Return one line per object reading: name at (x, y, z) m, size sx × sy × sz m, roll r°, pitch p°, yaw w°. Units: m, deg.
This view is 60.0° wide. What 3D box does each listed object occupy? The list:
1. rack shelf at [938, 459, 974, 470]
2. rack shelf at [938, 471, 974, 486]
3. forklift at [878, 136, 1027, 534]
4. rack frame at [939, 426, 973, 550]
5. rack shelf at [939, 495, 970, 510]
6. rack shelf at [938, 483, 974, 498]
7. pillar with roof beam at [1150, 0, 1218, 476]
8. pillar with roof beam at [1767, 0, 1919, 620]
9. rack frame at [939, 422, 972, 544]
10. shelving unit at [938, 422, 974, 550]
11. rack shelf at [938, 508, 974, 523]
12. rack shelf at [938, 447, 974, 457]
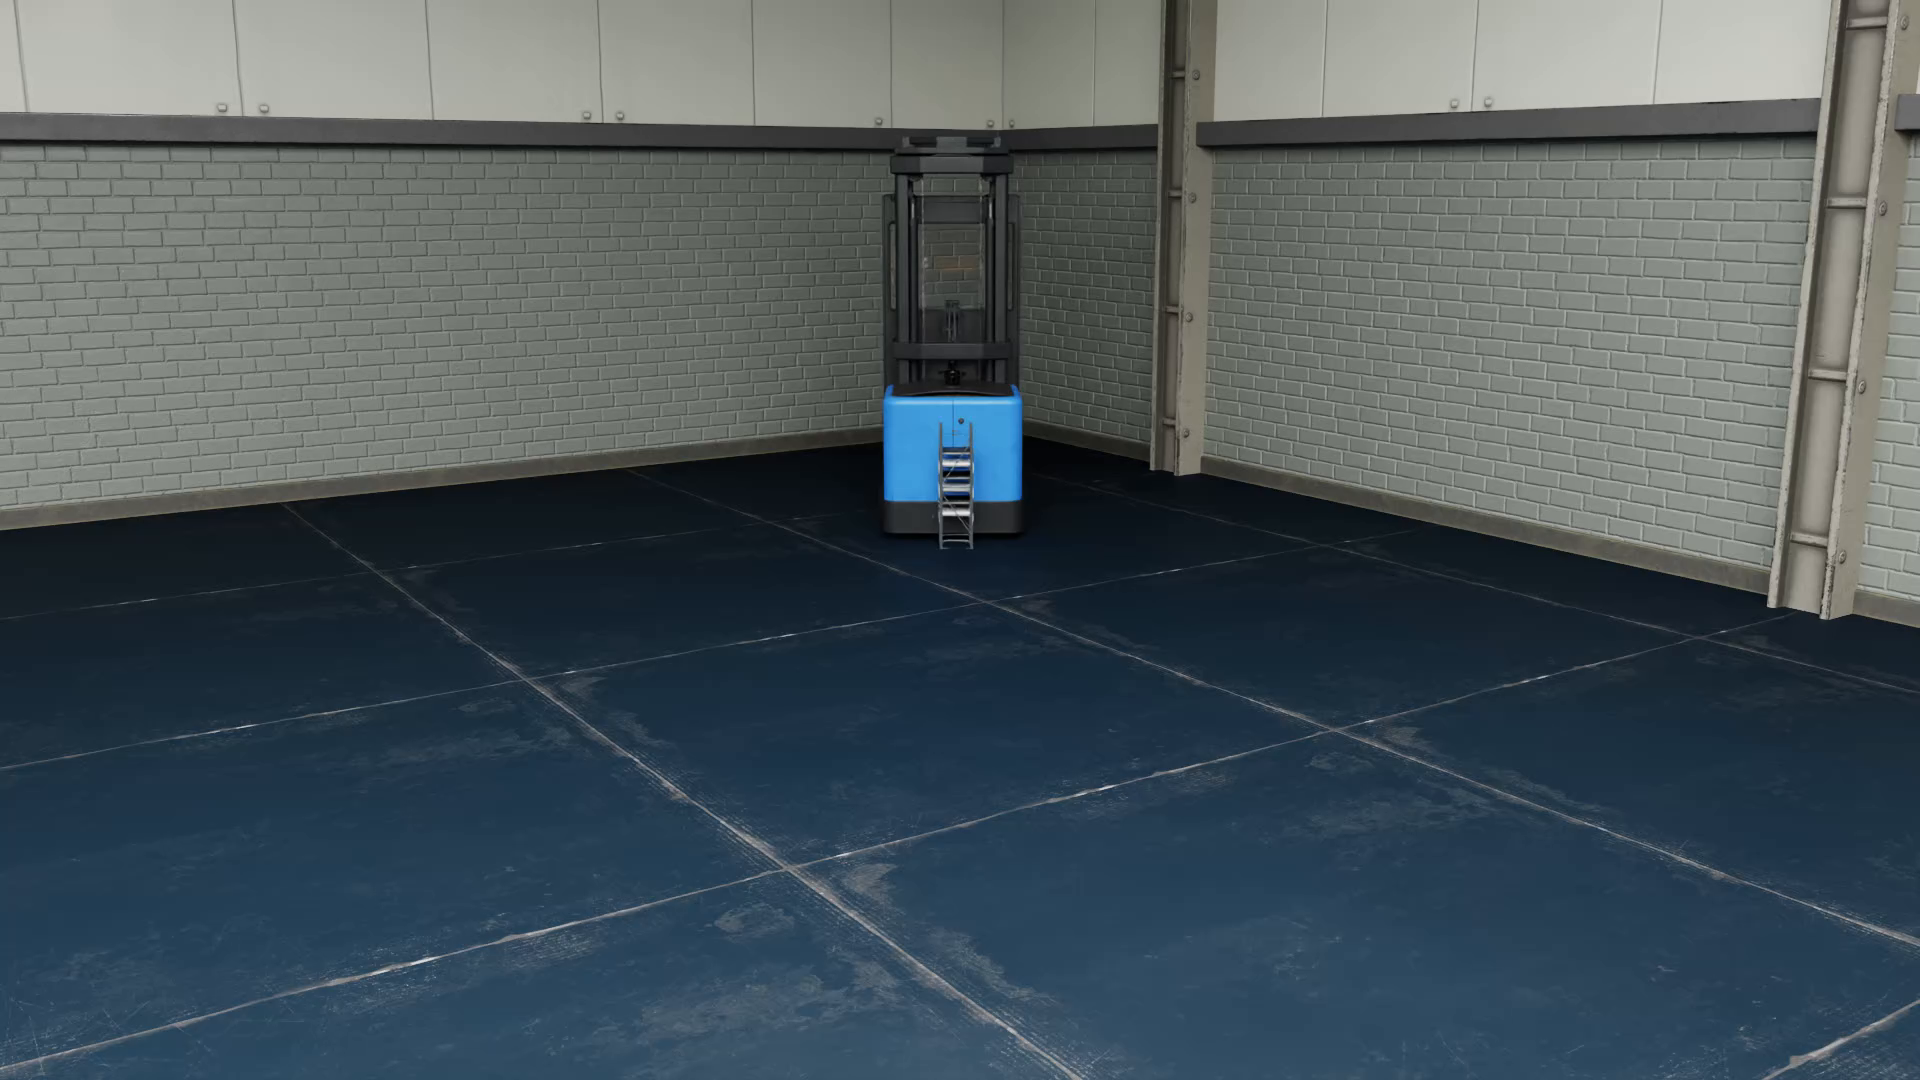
rack shelf at (-0.029, -0.536, 12.021) m, size 0.258 × 0.077 × 0.200 m, roll 0°, pitch 12°, yaw -1°
rack shelf at (-0.029, -0.448, 12.040) m, size 0.258 × 0.077 × 0.200 m, roll 0°, pitch 12°, yaw -1°
forklift at (-0.072, -1.732, 13.420) m, size 1.130 × 2.935 × 3.031 m, roll 0°, pitch 12°, yaw -1°
rack frame at (-0.027, -0.371, 11.953) m, size 0.240 × 0.900 × 0.006 m, roll 0°, pitch 12°, yaw -1°
rack shelf at (-0.029, -0.272, 12.078) m, size 0.258 × 0.077 × 0.200 m, roll 0°, pitch 12°, yaw -1°
rack shelf at (-0.029, -0.360, 12.059) m, size 0.258 × 0.077 × 0.200 m, roll 0°, pitch 12°, yaw -1°
pillar with roof beam at (-1.601, -4.520, 11.967) m, size 9.100 × 9.000 × 0.400 m, roll -8°, pitch 15°, yaw -33°
pillar with roof beam at (1.723, -3.453, 7.087) m, size 9.100 × 9.000 × 0.400 m, roll -8°, pitch 15°, yaw -33°
rack frame at (-0.030, -0.415, 12.151) m, size 0.240 × 0.900 × 0.006 m, roll 0°, pitch 12°, yaw -1°
shelving unit at (-0.029, -0.393, 12.052) m, size 0.258 × 0.900 × 0.210 m, roll 0°, pitch 12°, yaw -1°
rack shelf at (-0.029, -0.184, 12.098) m, size 0.258 × 0.077 × 0.200 m, roll 0°, pitch 12°, yaw -1°
rack shelf at (-0.029, -0.624, 12.001) m, size 0.258 × 0.077 × 0.200 m, roll 0°, pitch 12°, yaw -1°
